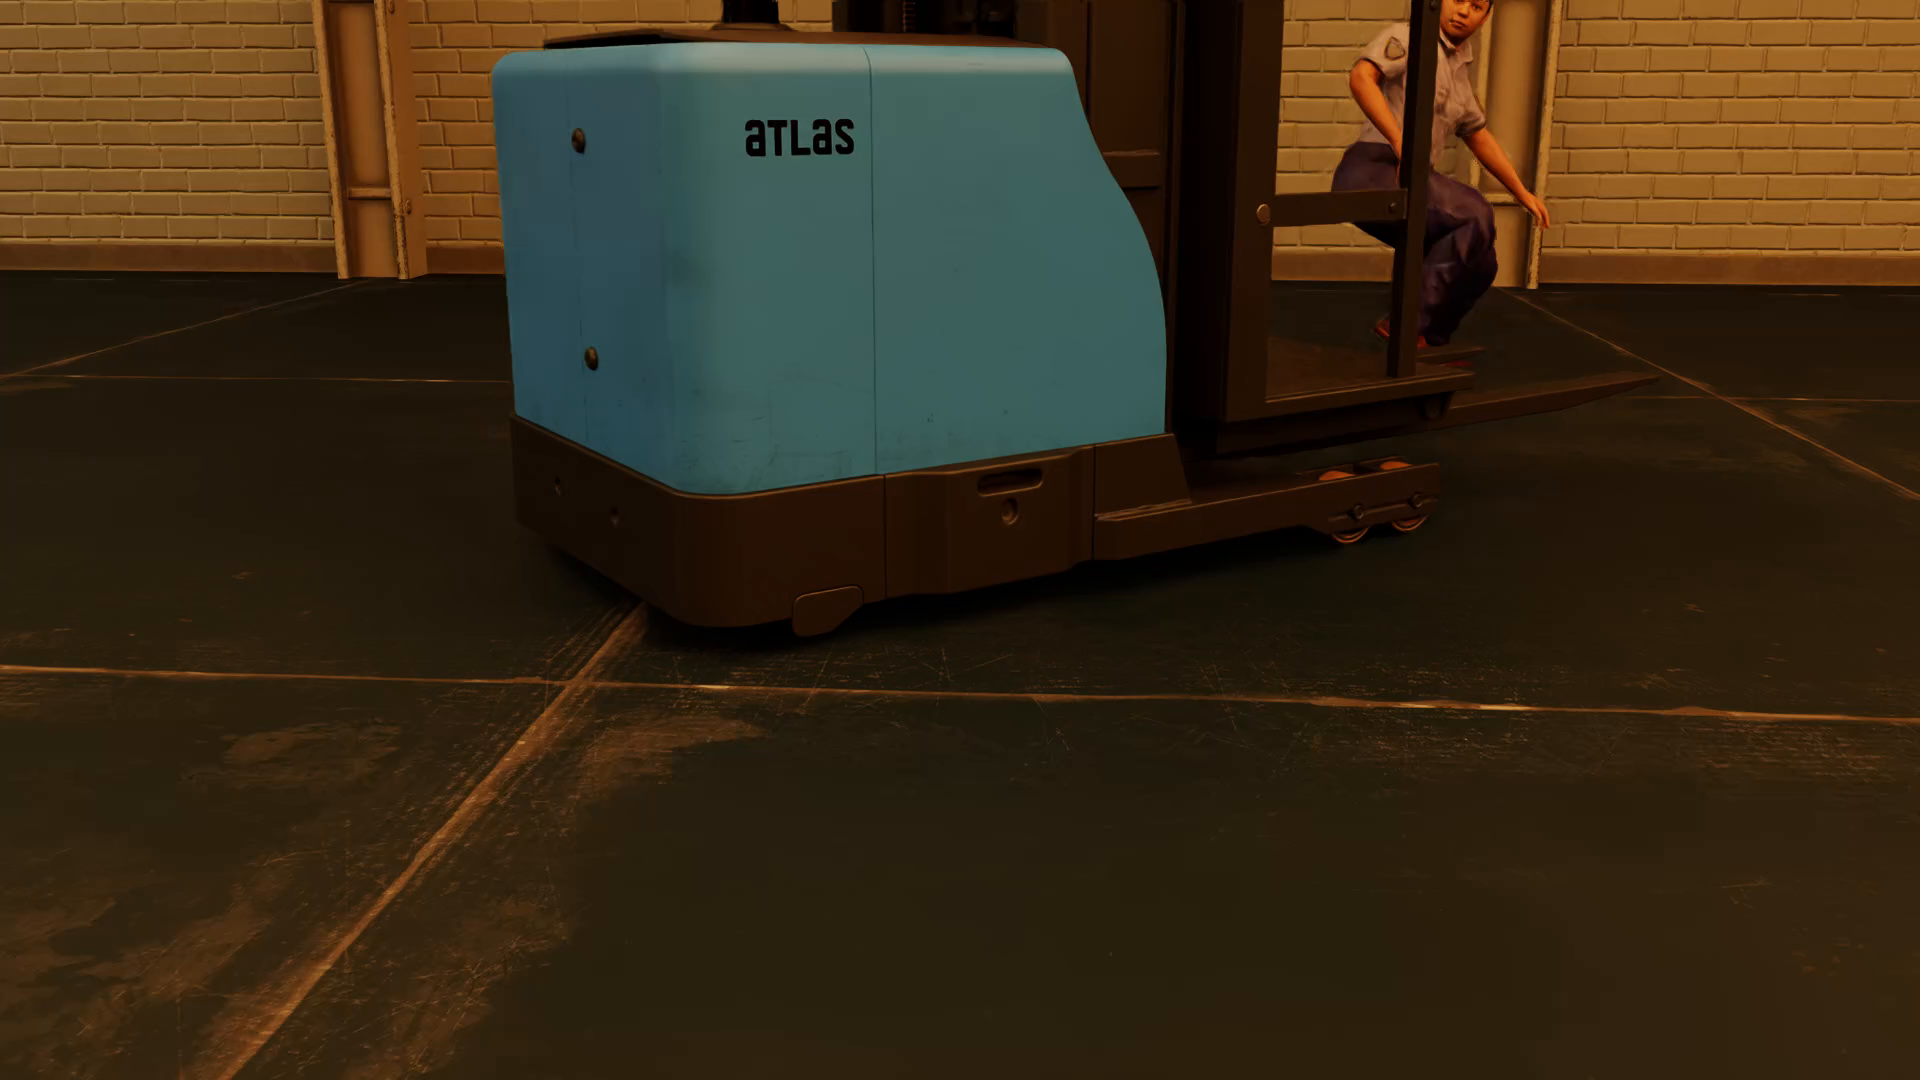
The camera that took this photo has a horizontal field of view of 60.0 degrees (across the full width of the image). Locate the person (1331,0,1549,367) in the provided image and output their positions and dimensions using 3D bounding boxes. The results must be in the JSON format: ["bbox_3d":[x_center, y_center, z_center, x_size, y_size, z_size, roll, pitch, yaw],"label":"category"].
[{"bbox_3d":[1.654,-1.231,5.778,0.645,1.438,0.854,9,18,31],"label":"person"}]

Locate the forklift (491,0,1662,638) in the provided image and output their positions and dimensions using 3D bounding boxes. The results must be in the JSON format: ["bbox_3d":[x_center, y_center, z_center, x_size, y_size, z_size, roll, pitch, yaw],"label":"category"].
[{"bbox_3d":[0.518,-1.511,3.783,3.031,2.935,1.130,-10,18,-32],"label":"forklift"}]
